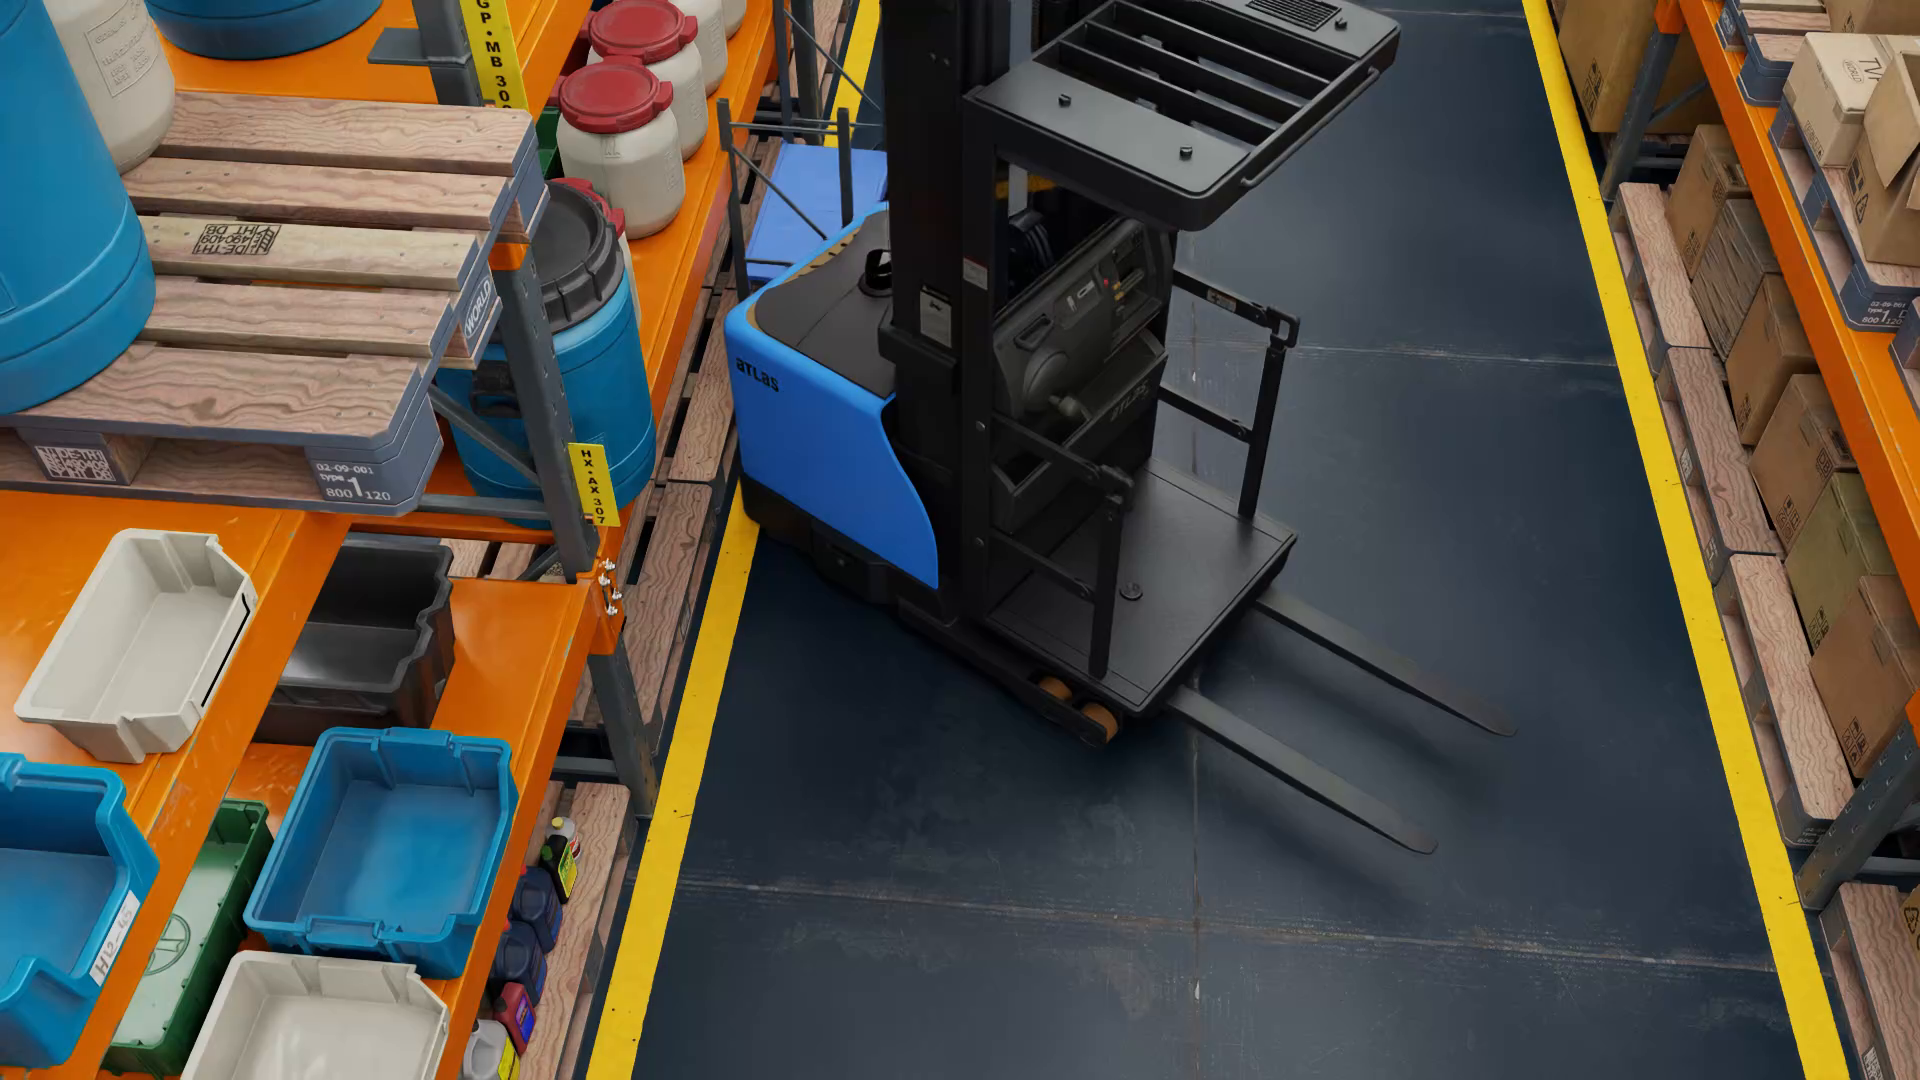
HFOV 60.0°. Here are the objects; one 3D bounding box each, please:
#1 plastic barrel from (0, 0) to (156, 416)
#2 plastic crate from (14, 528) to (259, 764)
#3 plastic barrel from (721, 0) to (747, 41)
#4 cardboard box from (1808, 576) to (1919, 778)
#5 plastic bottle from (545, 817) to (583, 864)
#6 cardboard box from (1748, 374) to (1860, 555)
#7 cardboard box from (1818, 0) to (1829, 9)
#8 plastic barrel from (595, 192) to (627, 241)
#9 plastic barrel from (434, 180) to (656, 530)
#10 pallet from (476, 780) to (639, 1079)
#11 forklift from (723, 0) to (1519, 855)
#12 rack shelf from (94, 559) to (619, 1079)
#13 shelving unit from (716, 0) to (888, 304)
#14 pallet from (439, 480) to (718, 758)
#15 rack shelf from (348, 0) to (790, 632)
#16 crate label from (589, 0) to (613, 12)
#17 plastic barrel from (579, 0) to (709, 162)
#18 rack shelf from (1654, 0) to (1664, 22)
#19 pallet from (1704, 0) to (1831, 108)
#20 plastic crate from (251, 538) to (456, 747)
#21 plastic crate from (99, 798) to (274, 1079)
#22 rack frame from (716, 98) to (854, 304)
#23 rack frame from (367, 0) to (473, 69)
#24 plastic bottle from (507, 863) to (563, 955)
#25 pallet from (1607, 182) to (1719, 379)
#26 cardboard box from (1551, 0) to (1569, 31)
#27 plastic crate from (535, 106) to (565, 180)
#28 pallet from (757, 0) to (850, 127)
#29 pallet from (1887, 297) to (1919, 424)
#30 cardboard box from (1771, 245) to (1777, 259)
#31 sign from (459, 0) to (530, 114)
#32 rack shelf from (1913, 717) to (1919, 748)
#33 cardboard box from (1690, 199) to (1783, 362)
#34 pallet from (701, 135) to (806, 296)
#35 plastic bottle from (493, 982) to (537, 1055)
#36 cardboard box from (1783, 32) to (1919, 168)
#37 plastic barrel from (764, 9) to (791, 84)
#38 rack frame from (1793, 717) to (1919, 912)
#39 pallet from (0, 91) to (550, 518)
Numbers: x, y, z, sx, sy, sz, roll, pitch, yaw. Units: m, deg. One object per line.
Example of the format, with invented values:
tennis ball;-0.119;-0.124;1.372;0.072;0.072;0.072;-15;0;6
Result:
plastic barrel;-1.776;-0.704;2.730;0.600;0.901;0.708;4;48;4
plastic crate;-1.322;0.178;2.726;0.243;0.136;0.396;4;48;4
plastic barrel;-1.095;-2.312;6.782;0.421;0.512;0.421;0;48;0
cardboard box;3.431;0.474;5.706;0.700;0.500;0.500;1;48;1
plastic bottle;-1.301;0.979;5.446;0.097;0.201;0.097;0;48;0
cardboard box;3.544;-0.287;6.401;0.700;0.500;0.500;0;48;0
cardboard box;3.709;-2.487;6.666;0.500;0.500;0.500;-1;48;-1
plastic barrel;-1.305;-1.021;5.770;0.301;0.262;0.301;0;48;0
plastic barrel;-1.241;-0.538;4.895;0.600;0.901;0.708;4;48;4
pallet;-1.681;1.327;5.419;1.003;0.211;1.213;4;48;4
forklift;0.583;-0.681;5.412;3.031;2.935;1.130;30;54;25
rack shelf;-1.761;1.607;3.760;1.077;0.370;4.000;4;48;4
shelving unit;-0.610;-1.491;7.108;0.538;1.500;1.048;6;48;4
pallet;-1.545;0.256;6.398;1.003;0.211;1.213;4;48;4
rack shelf;-1.396;-1.332;6.449;1.077;0.370;4.000;4;48;4
crate label;-1.574;-2.344;6.863;0.502;0.435;0.616;4;48;4
plastic barrel;-1.167;-1.696;6.202;0.433;0.535;0.433;0;48;0
rack shelf;3.901;-3.938;8.833;1.077;0.370;4.000;4;48;4
pallet;3.760;-2.116;6.808;1.213;0.211;1.003;4;48;4
plastic crate;-1.753;0.292;4.518;0.767;0.338;0.504;4;48;4
plastic crate;-1.983;0.945;4.022;0.450;0.188;0.662;4;48;4
rack frame;-0.672;-1.119;6.766;0.500;1.500;0.032;6;48;4
rack frame;-1.578;-2.130;2.625;1.000;3.000;0.127;4;48;4
plastic bottle;-1.350;1.133;5.204;0.144;0.351;0.185;3;48;2
pallet;3.646;-1.196;7.727;1.003;0.211;1.213;4;48;4
cardboard box;3.891;-3.296;8.913;1.225;0.875;0.875;4;48;4
plastic crate;-1.701;-1.332;6.105;0.450;0.188;0.662;4;48;4
pallet;-1.183;-2.685;9.089;1.003;0.211;1.213;4;48;4
pallet;3.568;-0.259;5.110;1.003;0.211;1.213;4;48;4
cardboard box;3.649;-1.384;6.897;0.500;0.250;0.500;9;48;8
sign;-1.032;-1.075;3.688;0.100;0.325;0.005;4;48;4
rack shelf;3.172;1.941;3.456;1.077;0.370;4.000;4;48;4
cardboard box;3.640;-1.114;7.158;0.700;0.500;0.500;0;48;0
pallet;-1.323;-1.537;8.038;1.003;0.211;1.213;4;48;4
plastic bottle;-1.341;1.419;4.988;0.061;0.283;0.133;7;48;6
cardboard box;3.337;-1.586;6.011;0.500;0.250;0.500;3;48;2
plastic barrel;-1.186;-2.814;8.503;0.600;0.830;0.708;4;48;4
rack frame;3.354;0.228;4.535;1.000;3.000;0.127;4;48;4
pallet;-1.547;-0.517;3.311;1.213;0.211;1.003;4;48;4
